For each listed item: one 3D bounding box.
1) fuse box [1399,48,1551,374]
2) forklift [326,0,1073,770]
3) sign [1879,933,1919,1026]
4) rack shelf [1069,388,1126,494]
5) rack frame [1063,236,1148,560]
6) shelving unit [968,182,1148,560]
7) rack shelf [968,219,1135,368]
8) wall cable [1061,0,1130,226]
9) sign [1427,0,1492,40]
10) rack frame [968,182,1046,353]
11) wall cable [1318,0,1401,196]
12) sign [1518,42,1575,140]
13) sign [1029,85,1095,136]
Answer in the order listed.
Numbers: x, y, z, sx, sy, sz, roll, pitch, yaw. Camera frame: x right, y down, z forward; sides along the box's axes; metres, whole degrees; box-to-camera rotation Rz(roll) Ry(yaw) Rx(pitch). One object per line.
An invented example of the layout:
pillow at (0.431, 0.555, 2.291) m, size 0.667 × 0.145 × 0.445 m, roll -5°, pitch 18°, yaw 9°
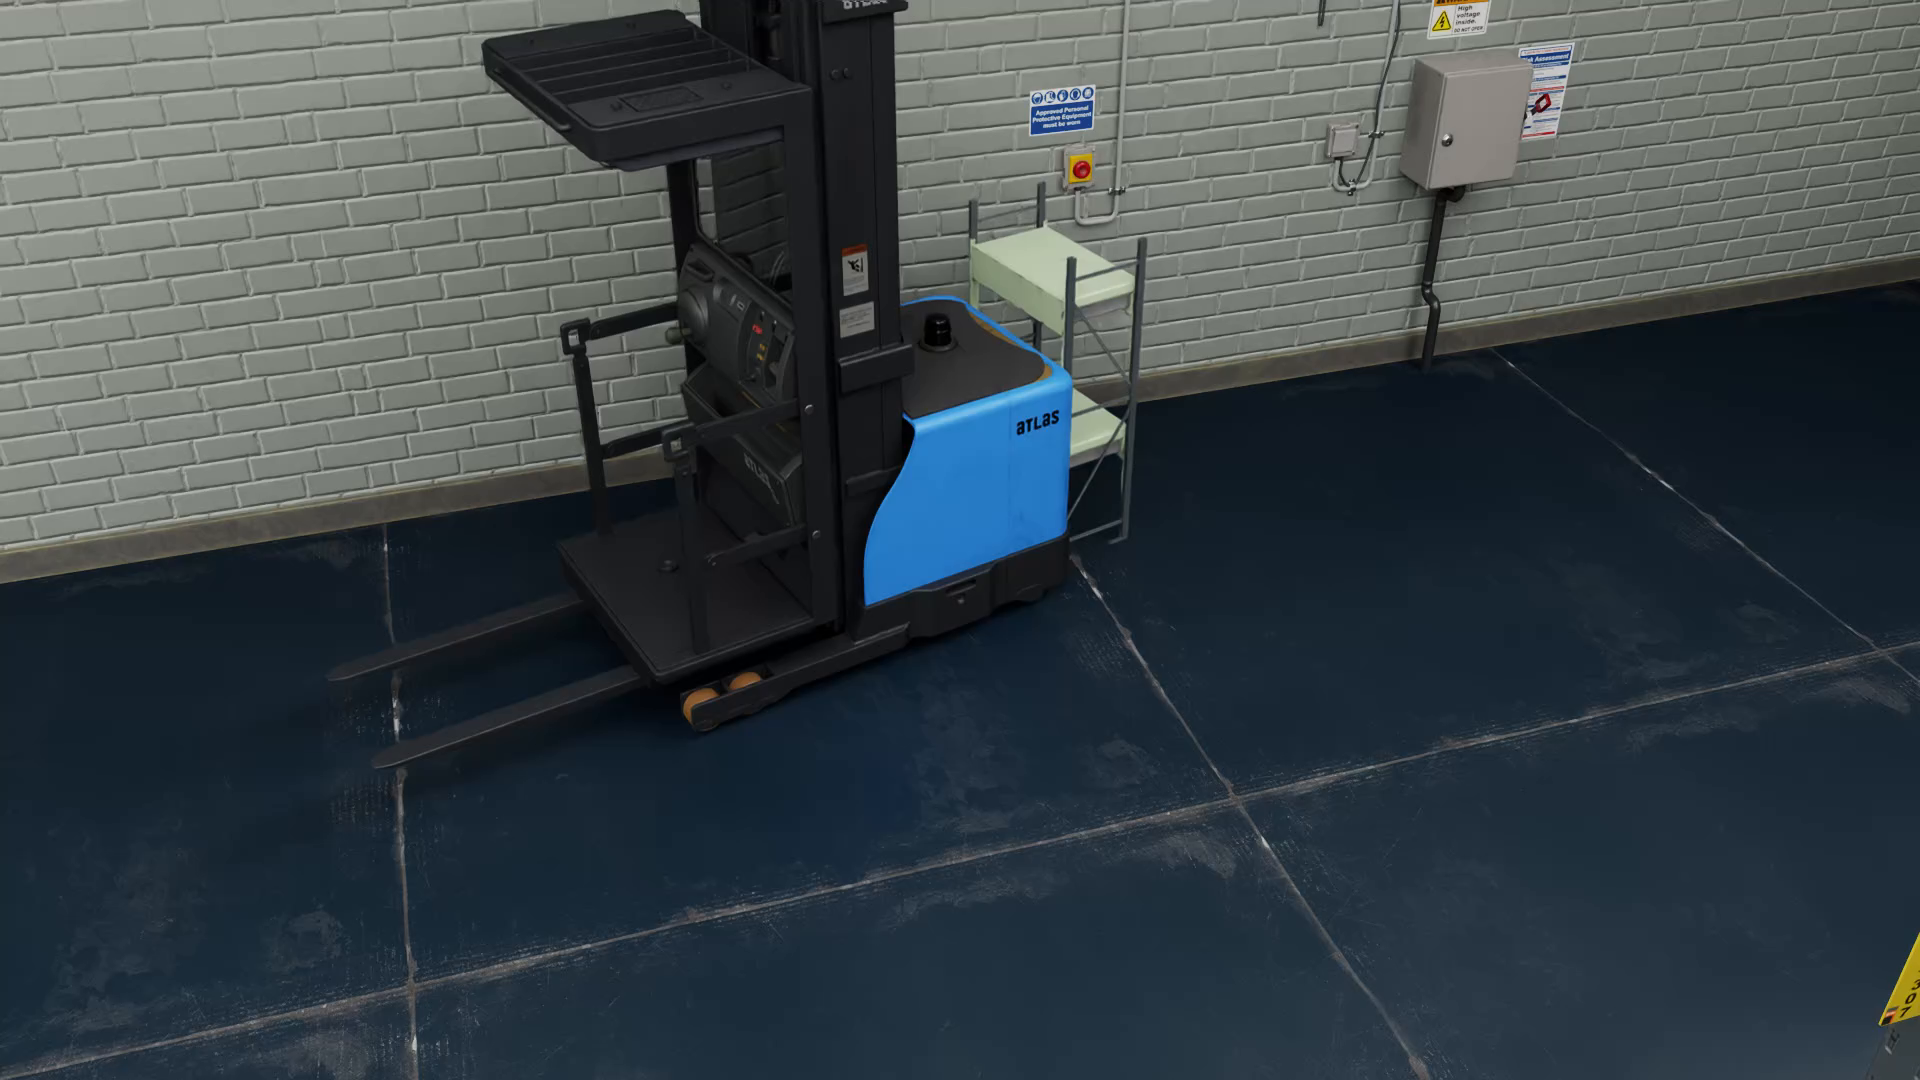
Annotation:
fuse box at (2.592, -1.631, 8.666) m, size 0.539 × 1.711 × 0.414 m, roll -10°, pitch 35°, yaw -15°
forklift at (-1.039, -0.799, 6.300) m, size 3.031 × 2.935 × 1.130 m, roll -19°, pitch 38°, yaw -26°
sign at (1.759, 0.761, 3.020) m, size 0.100 × 0.325 × 0.005 m, roll -10°, pitch 35°, yaw -15°
rack shelf at (0.410, -0.476, 7.702) m, size 0.431 × 0.370 × 0.720 m, roll -20°, pitch 38°, yaw -27°
rack frame at (0.608, -0.579, 7.265) m, size 0.400 × 1.500 × 0.023 m, roll -20°, pitch 38°, yaw -27°
shelving unit at (0.410, -0.748, 7.522) m, size 0.431 × 1.500 × 0.755 m, roll -20°, pitch 38°, yaw -27°
rack shelf at (0.410, -1.074, 7.307) m, size 0.431 × 0.370 × 0.720 m, roll -20°, pitch 38°, yaw -27°
wall cable at (0.547, -2.328, 7.603) m, size 0.585 × 1.953 × 0.123 m, roll -10°, pitch 35°, yaw -15°
sign at (2.477, -2.612, 8.233) m, size 0.339 × 0.242 × 0.001 m, roll -10°, pitch 35°, yaw -15°
rack frame at (0.212, -0.918, 7.779) m, size 0.400 × 1.500 × 0.023 m, roll -20°, pitch 38°, yaw -27°
wall cable at (1.895, -2.560, 7.982) m, size 0.588 × 1.984 × 0.122 m, roll -10°, pitch 35°, yaw -15°
sign at (3.000, -2.320, 8.627) m, size 0.329 × 0.494 × 0.001 m, roll -10°, pitch 35°, yaw -15°
sign at (0.483, -2.028, 7.854) m, size 0.327 × 0.218 × 0.001 m, roll -10°, pitch 35°, yaw -15°
